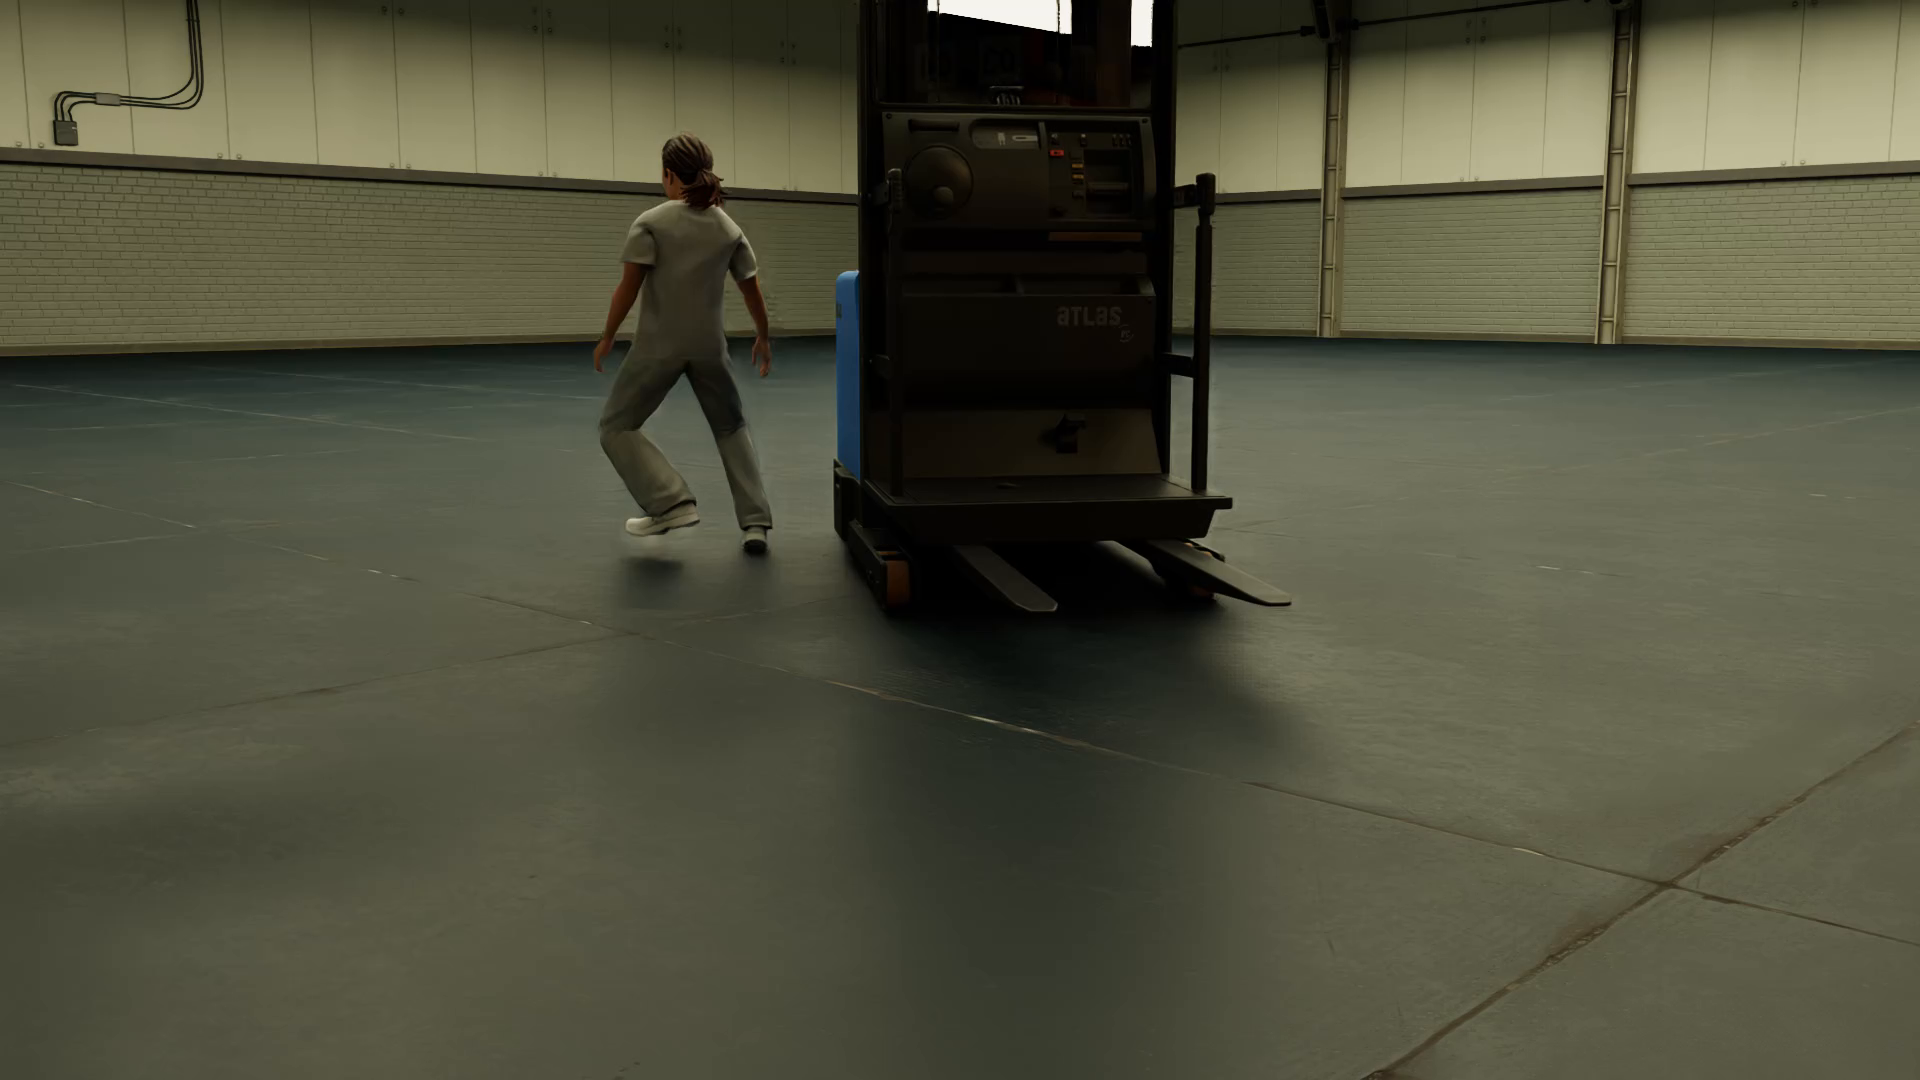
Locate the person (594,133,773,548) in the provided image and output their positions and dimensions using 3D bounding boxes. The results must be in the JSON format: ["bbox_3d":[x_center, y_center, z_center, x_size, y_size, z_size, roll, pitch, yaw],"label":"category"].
[{"bbox_3d":[-1.019,-0.716,6.352,0.723,1.624,0.478,-4,10,-26],"label":"person"}]

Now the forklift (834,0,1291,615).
[{"bbox_3d":[0.240,-1.284,5.400,1.130,2.935,3.031,-1,9,-10],"label":"forklift"}]
